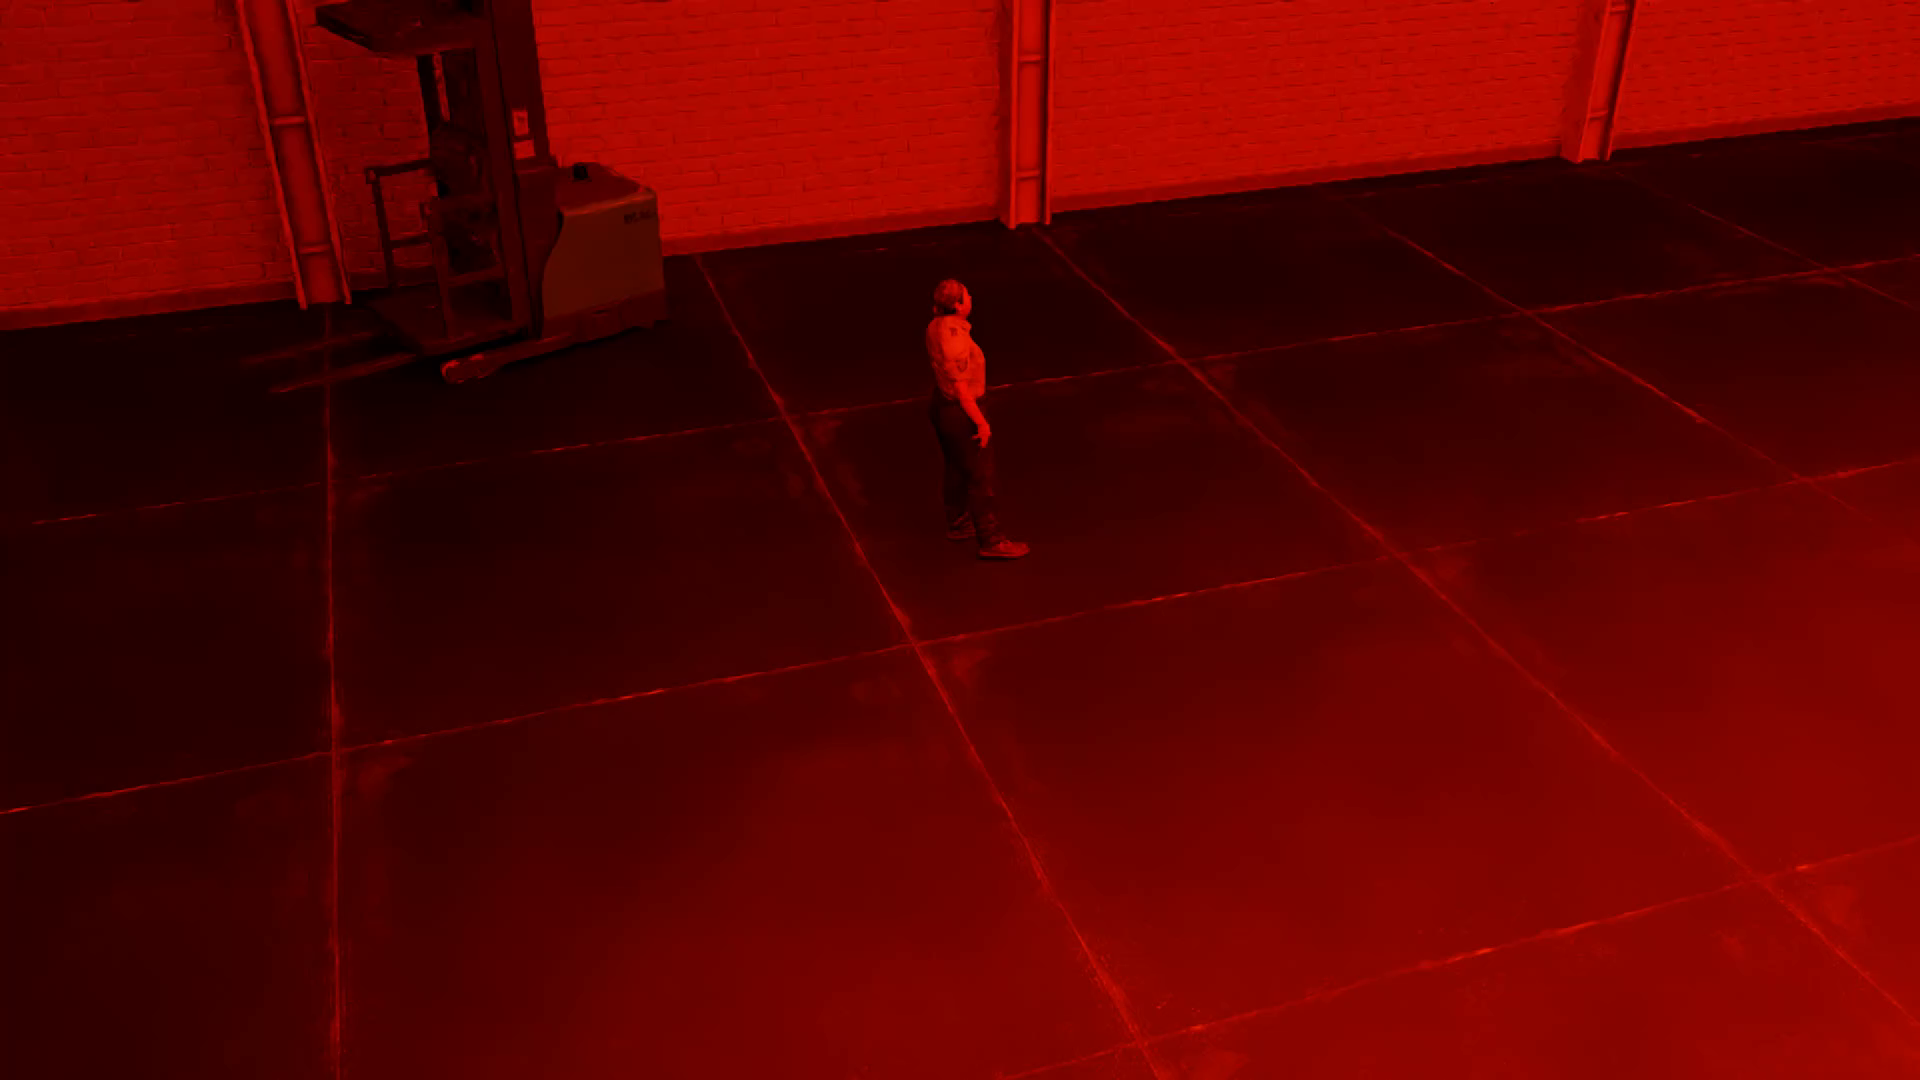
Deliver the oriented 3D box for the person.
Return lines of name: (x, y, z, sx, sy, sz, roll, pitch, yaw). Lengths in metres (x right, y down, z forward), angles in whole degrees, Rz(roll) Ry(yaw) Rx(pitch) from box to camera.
person: (0.092, -0.724, 9.618, 0.502, 1.650, 0.599, -10, 31, -16)

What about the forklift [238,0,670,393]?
forklift: (-3.726, -2.683, 11.751, 3.031, 2.935, 1.130, -22, 36, -33)
